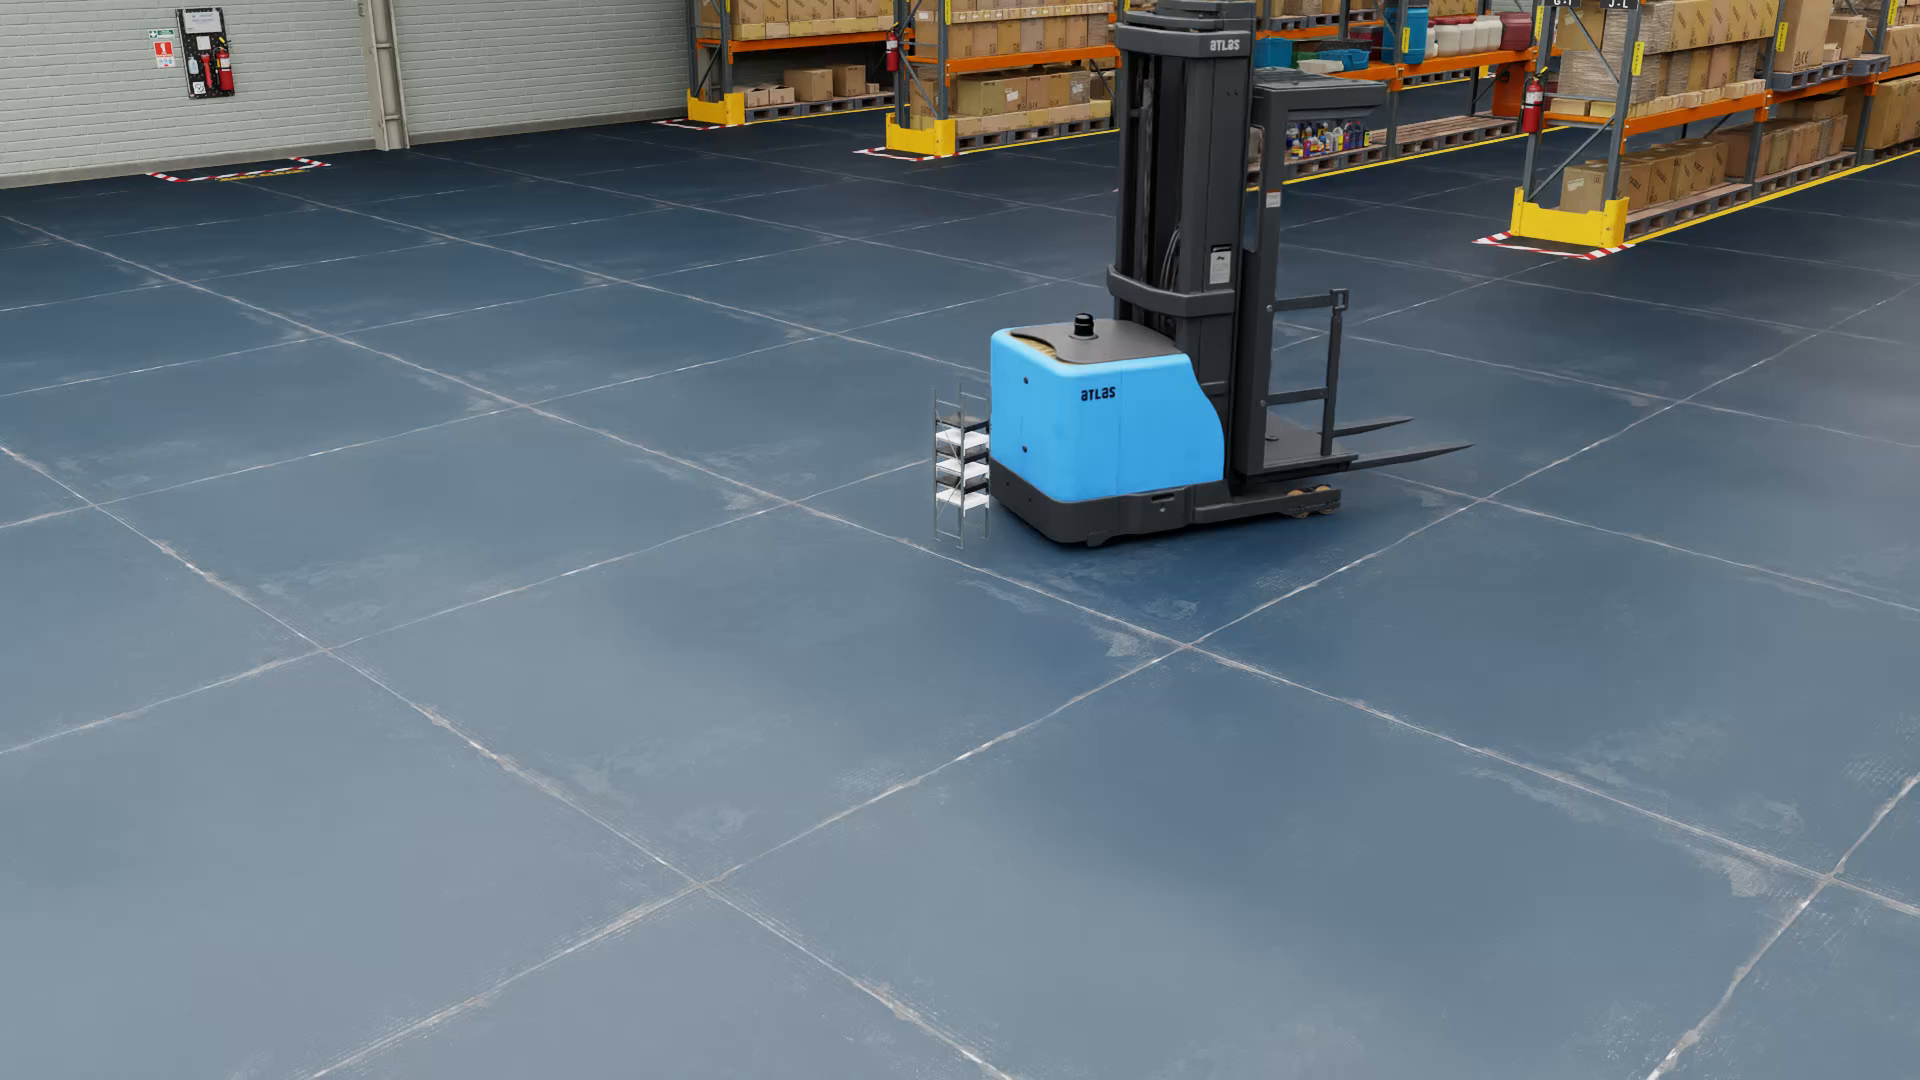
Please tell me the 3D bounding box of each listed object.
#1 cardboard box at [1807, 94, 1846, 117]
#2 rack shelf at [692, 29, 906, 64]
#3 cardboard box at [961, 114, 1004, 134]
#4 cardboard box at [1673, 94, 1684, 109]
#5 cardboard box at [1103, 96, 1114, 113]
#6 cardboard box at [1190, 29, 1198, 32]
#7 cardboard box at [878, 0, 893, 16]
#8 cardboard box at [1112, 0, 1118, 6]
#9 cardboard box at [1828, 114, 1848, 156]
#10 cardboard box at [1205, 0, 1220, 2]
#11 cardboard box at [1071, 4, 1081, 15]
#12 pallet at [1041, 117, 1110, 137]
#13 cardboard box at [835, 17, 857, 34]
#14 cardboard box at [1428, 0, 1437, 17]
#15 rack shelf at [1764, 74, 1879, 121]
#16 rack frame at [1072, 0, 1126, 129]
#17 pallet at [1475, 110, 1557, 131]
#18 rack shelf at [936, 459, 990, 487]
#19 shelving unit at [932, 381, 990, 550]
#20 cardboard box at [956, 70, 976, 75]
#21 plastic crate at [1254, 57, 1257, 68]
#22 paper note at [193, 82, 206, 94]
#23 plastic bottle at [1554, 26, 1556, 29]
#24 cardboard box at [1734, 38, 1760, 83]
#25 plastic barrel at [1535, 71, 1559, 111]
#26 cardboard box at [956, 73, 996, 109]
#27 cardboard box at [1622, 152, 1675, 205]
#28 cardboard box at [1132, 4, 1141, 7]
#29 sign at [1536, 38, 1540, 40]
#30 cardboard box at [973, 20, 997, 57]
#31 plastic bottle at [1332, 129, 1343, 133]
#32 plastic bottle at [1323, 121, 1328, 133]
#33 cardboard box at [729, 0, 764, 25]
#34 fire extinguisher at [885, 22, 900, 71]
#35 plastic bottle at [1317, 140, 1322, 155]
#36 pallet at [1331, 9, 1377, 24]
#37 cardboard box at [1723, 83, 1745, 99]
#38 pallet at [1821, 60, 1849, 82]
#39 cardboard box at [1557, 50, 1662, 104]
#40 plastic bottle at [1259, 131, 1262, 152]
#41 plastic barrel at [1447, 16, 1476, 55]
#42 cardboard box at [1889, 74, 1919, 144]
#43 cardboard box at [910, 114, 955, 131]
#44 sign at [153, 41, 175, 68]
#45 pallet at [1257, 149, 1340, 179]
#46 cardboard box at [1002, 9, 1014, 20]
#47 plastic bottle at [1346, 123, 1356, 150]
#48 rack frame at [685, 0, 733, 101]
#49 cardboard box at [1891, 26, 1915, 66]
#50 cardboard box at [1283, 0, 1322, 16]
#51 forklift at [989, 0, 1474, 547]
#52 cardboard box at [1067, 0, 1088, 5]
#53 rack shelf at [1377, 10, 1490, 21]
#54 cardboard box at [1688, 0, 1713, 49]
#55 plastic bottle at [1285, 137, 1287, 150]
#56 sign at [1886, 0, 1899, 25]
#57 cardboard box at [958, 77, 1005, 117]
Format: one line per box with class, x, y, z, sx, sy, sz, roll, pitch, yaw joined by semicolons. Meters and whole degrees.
cardboard box;11.664;-5.916;22.610;0.500;0.250;0.500;-19;28;-40
rack shelf;-2.723;-8.548;28.635;1.077;0.370;4.000;19;28;41
cardboard box;0.313;-6.255;24.914;0.500;0.250;0.500;19;28;41
cardboard box;7.766;-4.870;18.413;0.380;0.149;0.250;19;28;41
cardboard box;2.683;-7.113;27.147;0.500;0.250;0.500;18;28;39
cardboard box;3.856;-8.798;28.145;0.500;0.500;0.500;17;27;38
cardboard box;-1.436;-9.488;29.215;0.500;0.500;0.500;19;28;41
cardboard box;3.062;-11.077;33.631;0.500;0.500;0.500;-19;28;-41
cardboard box;11.657;-5.568;22.751;0.700;0.500;0.500;17;27;38
cardboard box;5.156;-11.916;35.977;0.980;0.700;0.700;18;28;39
cardboard box;1.651;-8.186;25.648;0.380;0.149;0.250;19;28;41
pallet;1.639;-6.663;26.616;1.003;0.211;1.213;19;28;41
cardboard box;-2.134;-8.880;28.679;0.500;0.250;0.500;19;28;40
cardboard box;9.061;-10.585;32.794;0.500;0.500;0.500;19;28;40
rack shelf;10.714;-5.857;21.634;1.077;0.370;4.000;19;28;41
rack frame;2.224;-8.159;26.621;1.000;3.000;0.127;19;28;41
pallet;9.081;-6.858;27.123;1.003;0.211;1.213;19;28;41
rack shelf;0.006;-0.391;9.431;0.258;0.077;0.200;19;28;41
shelving unit;0.006;-0.422;9.419;0.258;0.900;0.210;19;28;41
cardboard box;-0.117;-8.896;31.410;0.700;0.500;0.500;20;28;41
plastic crate;3.572;-6.190;21.704;0.499;0.251;0.408;19;28;41
paper note;-10.359;-6.159;22.644;0.016;0.148;0.142;19;28;41
plastic bottle;9.474;-8.074;26.579;0.097;0.271;0.097;0;21;0
cardboard box;8.961;-5.764;19.836;0.875;0.500;0.500;19;28;41
plastic barrel;9.678;-7.437;27.519;0.600;0.588;0.708;19;28;41
cardboard box;0.282;-6.866;25.460;0.500;0.500;0.500;19;28;41
cardboard box;7.819;-4.154;19.101;0.500;0.500;0.500;-17;27;-37
cardboard box;3.488;-10.934;34.162;0.380;0.149;0.250;19;28;41
sign;8.960;-7.887;25.685;0.100;0.325;0.005;19;28;41
cardboard box;0.131;-7.430;24.586;0.500;0.500;0.700;-19;28;-41
plastic bottle;5.270;-5.596;23.135;0.152;0.276;0.135;19;28;41
plastic bottle;5.234;-5.878;23.876;0.097;0.271;0.097;0;21;0
cardboard box;-3.570;-8.706;27.181;0.500;0.500;0.500;19;28;41
fire extinguisher;-0.982;-7.180;24.183;0.296;0.674;0.183;19;28;41
plastic bottle;4.846;-5.316;22.513;0.097;0.201;0.097;0;21;0
pallet;7.169;-9.948;31.542;1.003;0.211;1.213;19;28;41
cardboard box;8.887;-5.229;19.349;0.380;0.149;0.250;19;28;41
pallet;10.758;-6.098;21.527;1.003;0.211;1.213;19;28;41
cardboard box;6.932;-4.970;17.771;0.875;0.500;0.500;19;28;41
plastic bottle;4.143;-5.464;22.792;0.152;0.276;0.135;20;28;41
plastic barrel;7.409;-7.472;24.645;0.433;0.535;0.433;0;21;0
cardboard box;13.233;-6.310;24.188;1.225;0.875;0.875;19;28;41
cardboard box;-0.404;-6.255;24.915;0.500;0.250;0.500;19;28;41
sign;-10.646;-6.498;22.251;0.001;0.329;0.234;19;28;41
pallet;4.421;-5.139;22.651;1.003;0.211;1.213;19;28;41
cardboard box;0.581;-7.793;24.625;0.380;0.149;0.250;18;27;39
plastic bottle;5.394;-5.600;23.042;0.144;0.351;0.185;18;27;38
rack frame;-4.118;-8.369;27.169;1.000;3.000;0.127;19;28;41
cardboard box;13.002;-6.943;23.319;0.500;0.500;0.500;18;28;39
cardboard box;6.148;-9.807;30.184;0.500;0.500;0.700;-14;25;-32
forklift;1.733;-1.660;9.807;3.031;2.935;1.130;-9;23;-22
cardboard box;1.568;-8.565;25.730;0.700;0.500;0.500;19;28;41
rack shelf;9.200;-10.394;33.438;1.077;0.370;4.000;19;28;41
cardboard box;7.809;-5.631;18.097;0.500;0.500;0.500;19;28;41
plastic bottle;4.469;-5.489;22.962;0.097;0.201;0.097;0;21;0
sign;12.505;-7.077;22.302;0.100;0.325;0.005;19;28;41
cardboard box;0.315;-6.604;24.778;0.500;0.500;0.500;19;28;41
